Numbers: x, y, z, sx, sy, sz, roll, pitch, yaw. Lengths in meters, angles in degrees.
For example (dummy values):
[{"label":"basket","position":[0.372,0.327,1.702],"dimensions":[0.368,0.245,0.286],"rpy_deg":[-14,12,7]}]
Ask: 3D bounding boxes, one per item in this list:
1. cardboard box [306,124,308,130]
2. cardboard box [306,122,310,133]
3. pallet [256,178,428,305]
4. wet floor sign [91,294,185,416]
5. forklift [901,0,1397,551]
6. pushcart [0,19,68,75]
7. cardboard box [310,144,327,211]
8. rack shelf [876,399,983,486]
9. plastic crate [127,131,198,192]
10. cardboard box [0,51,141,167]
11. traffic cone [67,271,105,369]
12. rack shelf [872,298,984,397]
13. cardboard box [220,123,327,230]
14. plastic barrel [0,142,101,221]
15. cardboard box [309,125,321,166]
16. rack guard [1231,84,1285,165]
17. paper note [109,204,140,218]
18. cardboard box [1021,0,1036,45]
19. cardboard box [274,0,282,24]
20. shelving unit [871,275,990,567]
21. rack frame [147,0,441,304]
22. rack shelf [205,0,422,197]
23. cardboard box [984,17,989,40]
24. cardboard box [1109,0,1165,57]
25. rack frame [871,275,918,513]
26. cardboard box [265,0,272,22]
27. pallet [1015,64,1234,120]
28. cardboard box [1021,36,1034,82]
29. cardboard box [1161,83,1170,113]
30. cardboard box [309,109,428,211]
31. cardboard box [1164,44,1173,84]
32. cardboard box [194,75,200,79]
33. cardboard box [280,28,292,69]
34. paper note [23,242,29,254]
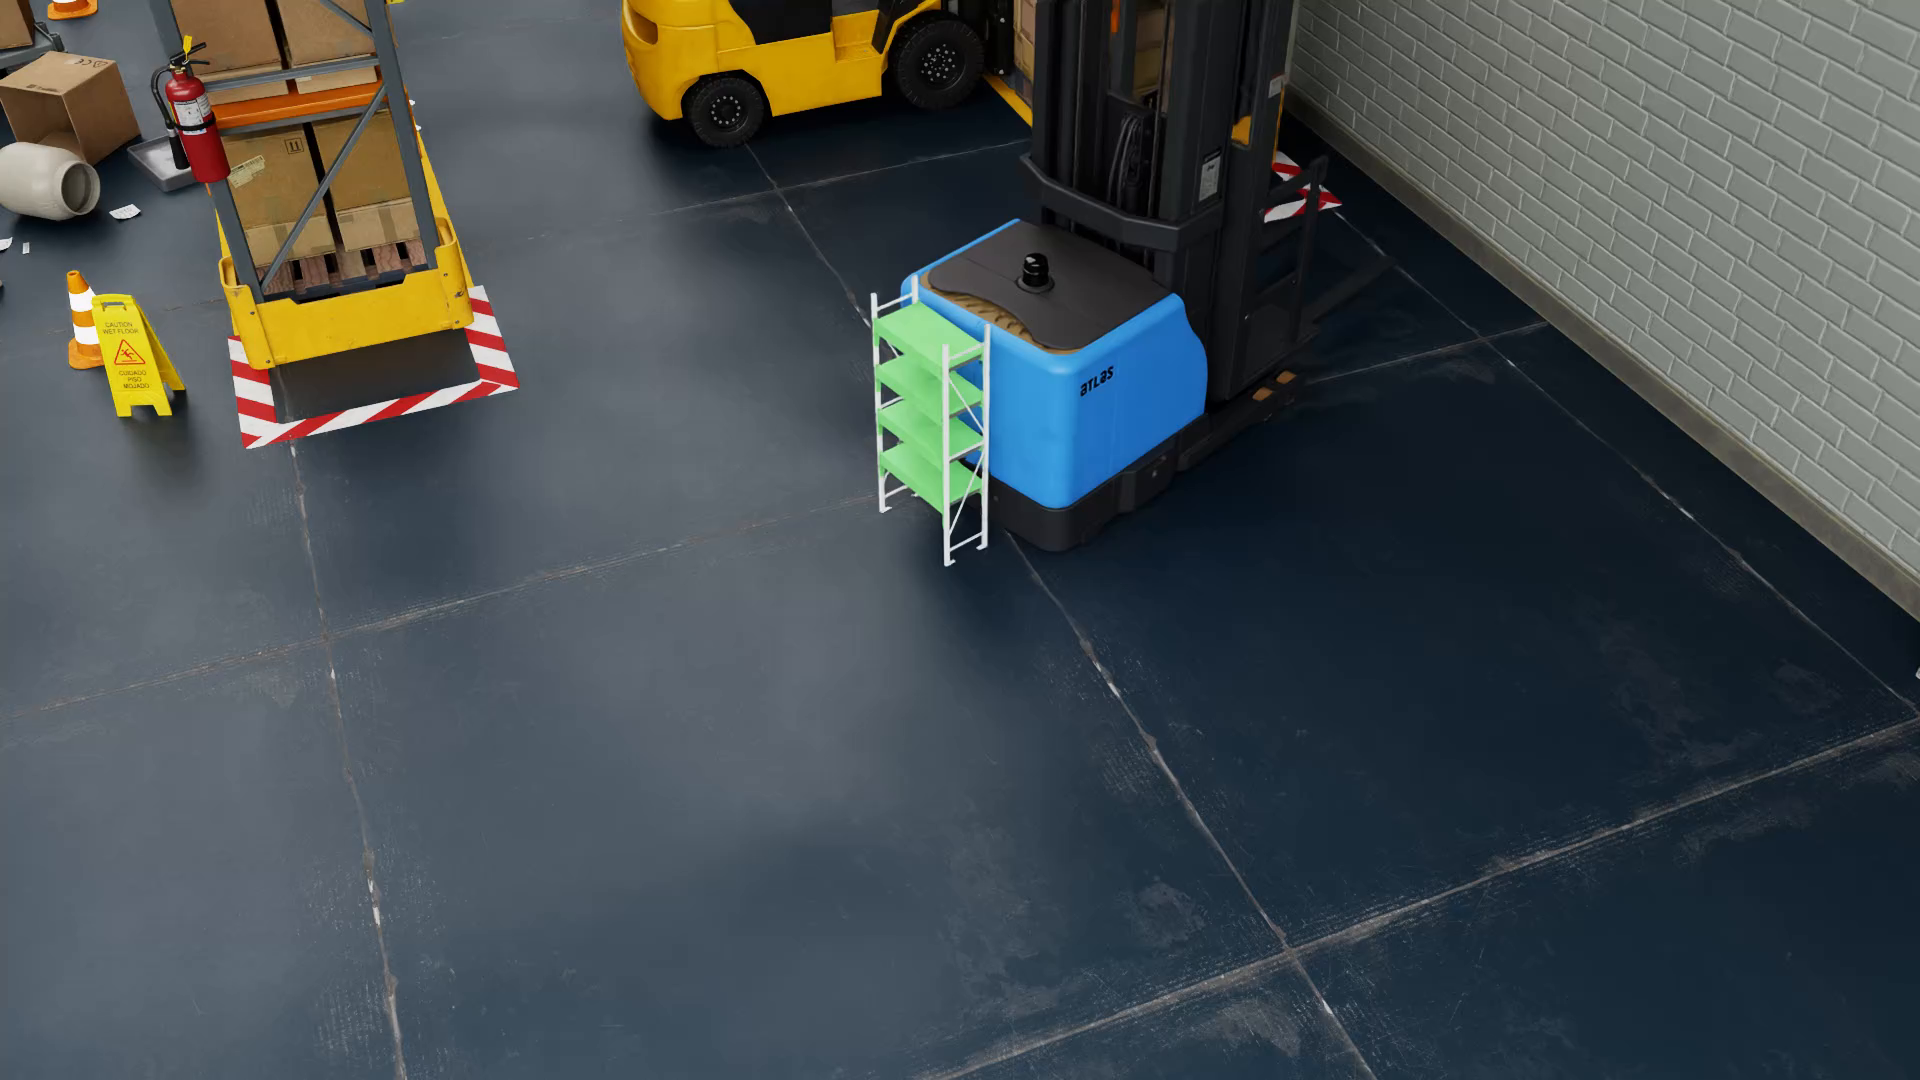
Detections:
[{"label":"cardboard box","position":[-4.141,-2.657,9.670],"dimensions":[0.500,0.500,0.500],"rpy_deg":[-16,43,-18]},{"label":"cardboard box","position":[-4.338,-2.685,10.278],"dimensions":[0.500,0.250,0.500],"rpy_deg":[-16,43,-17]},{"label":"pallet","position":[-3.512,-1.706,9.491],"dimensions":[1.003,0.211,1.213],"rpy_deg":[-15,43,-17]},{"label":"wet floor sign","position":[-4.120,-0.946,8.273],"dimensions":[0.267,0.644,0.232],"rpy_deg":[-2,41,-2]},{"label":"forklift","position":[1.105,-1.923,7.656],"dimensions":[1.130,2.935,3.031],"rpy_deg":[32,50,32]},{"label":"pushcart","position":[-6.822,-3.036,10.910],"dimensions":[1.648,0.377,0.936],"rpy_deg":[-31,49,-31]},{"label":"cardboard box","position":[-3.953,-2.070,9.562],"dimensions":[0.500,0.250,0.500],"rpy_deg":[-15,43,-17]},{"label":"rack shelf","position":[-0.127,-0.460,7.381],"dimensions":[0.258,0.148,0.480],"rpy_deg":[-28,48,-28]},{"label":"plastic crate","position":[-4.892,-2.372,10.365],"dimensions":[0.402,0.080,0.583],"rpy_deg":[-31,49,-31]},{"label":"cardboard box","position":[-5.582,-2.697,10.420],"dimensions":[0.500,0.500,0.500],"rpy_deg":[12,42,13]},{"label":"traffic cone","position":[-4.561,-1.195,8.703],"dimensions":[0.336,0.463,0.334],"rpy_deg":[-15,43,-17]},{"label":"rack shelf","position":[-0.127,-0.824,7.068],"dimensions":[0.258,0.148,0.480],"rpy_deg":[-28,48,-28]},{"label":"cardboard box","position":[-3.752,-2.038,8.950],"dimensions":[0.500,0.500,0.500],"rpy_deg":[-15,43,-17]},{"label":"plastic barrel","position":[-5.393,-2.109,9.797],"dimensions":[0.512,0.421,0.421],"rpy_deg":[12,42,13]},{"label":"cardboard box","position":[-3.666,-2.526,10.092],"dimensions":[0.500,0.250,0.500],"rpy_deg":[-12,42,-14]},{"label":"rack guard","position":[1.389,-2.498,10.190],"dimensions":[1.175,0.500,0.348],"rpy_deg":[-15,43,-17]},{"label":"paper note","position":[-4.984,-1.962,9.926],"dimensions":[0.142,0.019,0.148],"rpy_deg":[-31,49,-31]},{"label":"cardboard box","position":[0.723,-3.286,10.593],"dimensions":[0.500,0.250,0.500],"rpy_deg":[-16,43,-17]},{"label":"cardboard box","position":[-3.330,-3.036,8.594],"dimensions":[0.500,0.500,0.500],"rpy_deg":[-14,43,-16]},{"label":"shelving unit","position":[-0.127,-0.509,7.340],"dimensions":[0.258,1.200,0.503],"rpy_deg":[-28,48,-28]},{"label":"rack frame","position":[-3.204,-2.220,7.949],"dimensions":[1.000,3.000,0.127],"rpy_deg":[-15,43,-17]},{"label":"rack shelf","position":[-3.970,-3.152,9.585],"dimensions":[1.077,0.370,4.000],"rpy_deg":[-15,43,-17]},{"label":"cardboard box","position":[0.325,-3.694,11.450],"dimensions":[0.500,0.250,0.500],"rpy_deg":[-14,43,-16]},{"label":"cardboard box","position":[0.916,-3.156,10.057],"dimensions":[0.500,0.250,0.500],"rpy_deg":[-14,43,-15]},{"label":"rack frame","position":[-0.280,-0.632,7.484],"dimensions":[0.240,1.200,0.015],"rpy_deg":[-28,48,-28]},{"label":"cardboard box","position":[-3.854,-2.931,8.472],"dimensions":[0.500,0.500,0.500],"rpy_deg":[-15,43,-17]},{"label":"pallet","position":[1.049,-2.853,10.824],"dimensions":[1.003,0.211,1.213],"rpy_deg":[-15,43,-17]},{"label":"cardboard box","position":[0.727,-3.083,10.740],"dimensions":[0.500,0.250,0.500],"rpy_deg":[-15,43,-17]},{"label":"cardboard box","position":[1.373,-2.921,10.552],"dimensions":[0.500,0.250,0.500],"rpy_deg":[-15,43,-17]},{"label":"cardboard box","position":[-3.267,-2.190,9.126],"dimensions":[0.500,0.500,0.500],"rpy_deg":[-16,43,-18]},{"label":"cardboard box","position":[1.392,-3.101,10.378],"dimensions":[0.500,0.250,0.500],"rpy_deg":[-14,43,-16]},{"label":"cardboard box","position":[-3.744,-2.421,8.376],"dimensions":[0.380,0.149,0.250],"rpy_deg":[-16,43,-17]},{"label":"cardboard box","position":[-3.253,-2.529,8.502],"dimensions":[0.380,0.149,0.250],"rpy_deg":[-14,43,-16]},{"label":"paper note","position":[-5.407,-1.691,9.627],"dimensions":[0.032,0.001,0.123],"rpy_deg":[-15,43,-17]}]
